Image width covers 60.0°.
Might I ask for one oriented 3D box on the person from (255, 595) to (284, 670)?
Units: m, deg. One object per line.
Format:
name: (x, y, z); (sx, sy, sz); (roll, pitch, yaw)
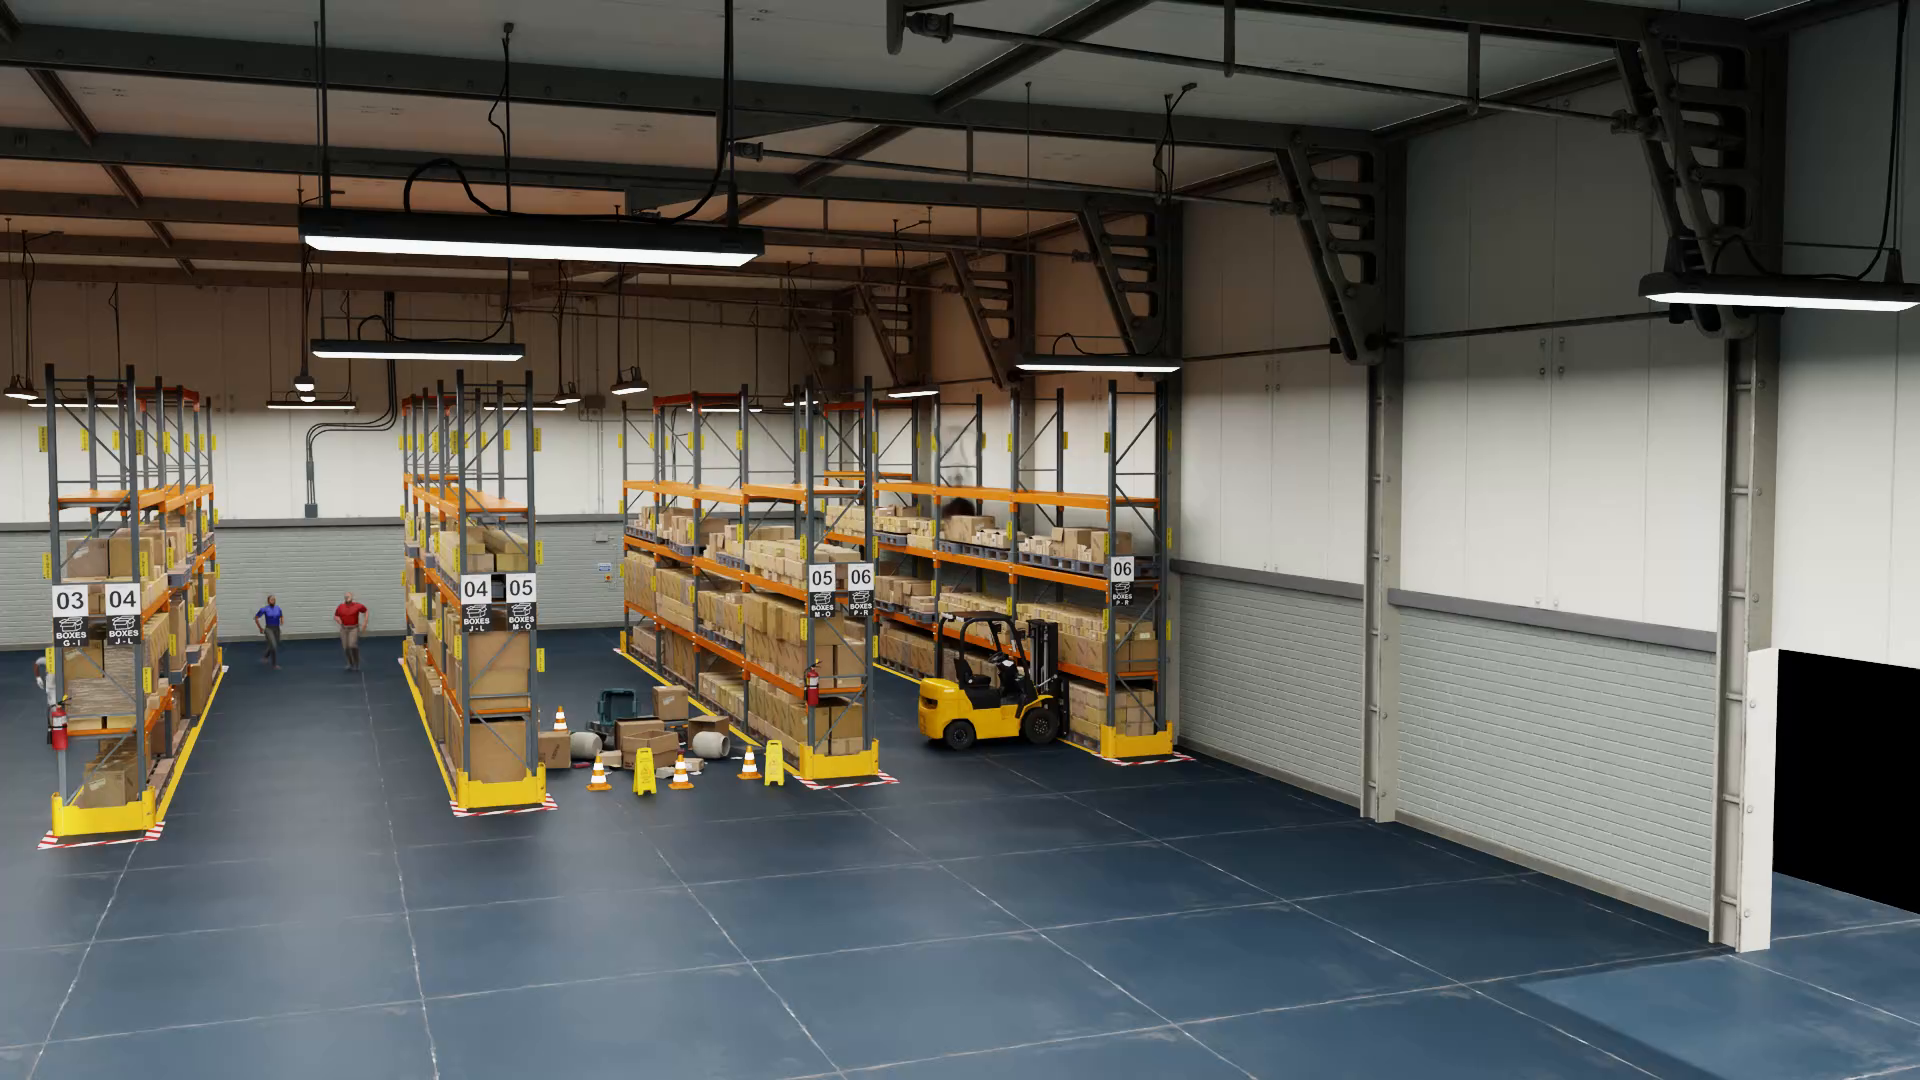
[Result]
person: (-15.248, 2.055, 36.823); (0.798, 1.661, 0.614); (2, 4, 36)

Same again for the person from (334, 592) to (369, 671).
person: (-13.390, 2.035, 36.501); (0.668, 1.784, 0.734); (0, 3, -3)

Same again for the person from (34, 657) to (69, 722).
person: (-14.954, 2.568, 27.629); (0.729, 1.732, 1.052); (-2, 4, -28)
